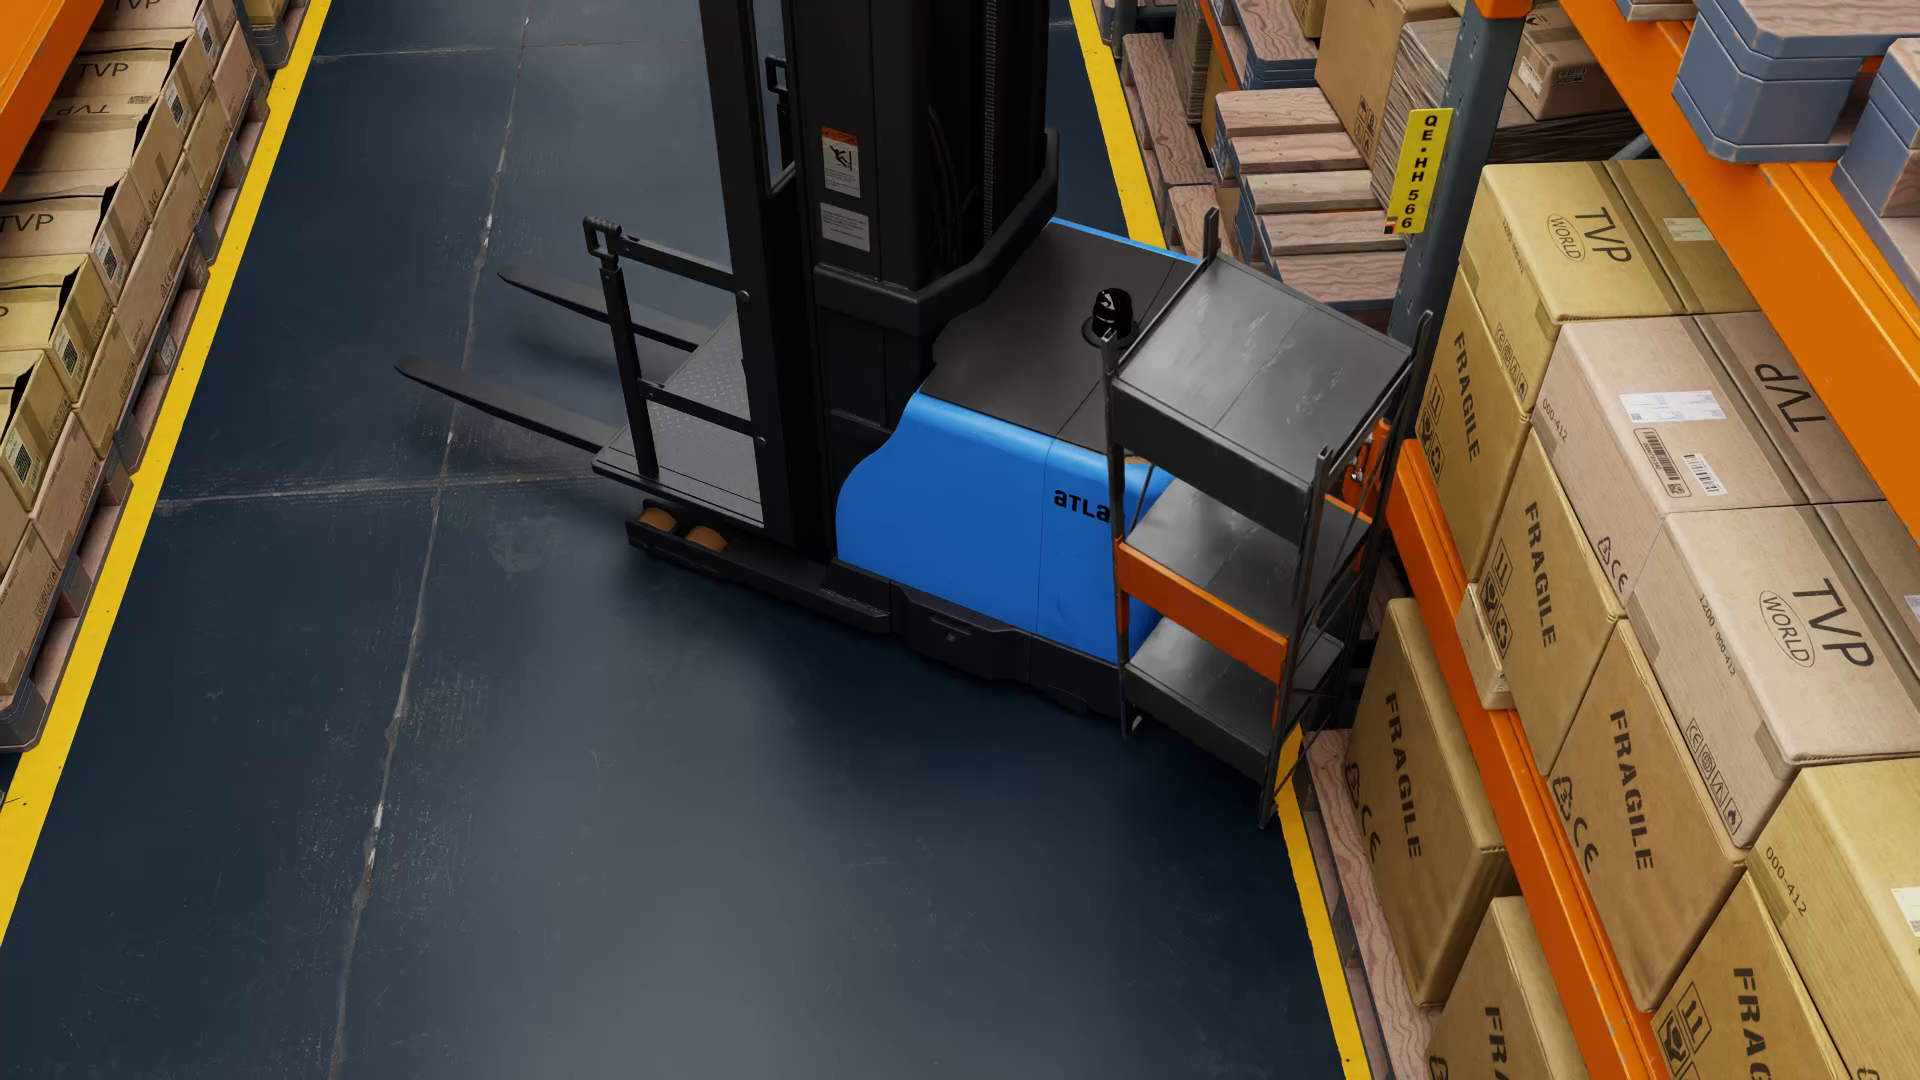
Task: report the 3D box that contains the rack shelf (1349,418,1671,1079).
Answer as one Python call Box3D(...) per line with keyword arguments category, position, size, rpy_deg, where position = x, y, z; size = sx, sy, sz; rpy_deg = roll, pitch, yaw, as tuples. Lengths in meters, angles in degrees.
Box3D(category="rack shelf", position=(1.733, 1.205, 3.038), size=(1.077, 0.370, 4.000), rpy_deg=(-3, 47, -3))

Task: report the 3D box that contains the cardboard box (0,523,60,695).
Box3D(category="cardboard box", position=(-3.122, 0.219, 5.081), size=(0.500, 0.250, 0.500), rpy_deg=(-4, 47, -3))

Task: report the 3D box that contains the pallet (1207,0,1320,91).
Box3D(category="pallet", position=(1.359, -1.853, 5.571), size=(1.003, 0.211, 1.213), rpy_deg=(-3, 47, -3))

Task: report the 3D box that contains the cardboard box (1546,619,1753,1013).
Box3D(category="cardboard box", position=(1.426, 0.473, 2.949), size=(0.500, 0.500, 0.500), rpy_deg=(-4, 47, -3))

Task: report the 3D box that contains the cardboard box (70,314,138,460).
Box3D(category="cardboard box", position=(-3.215, -0.520, 5.782), size=(0.500, 0.250, 0.500), rpy_deg=(-5, 47, -4))

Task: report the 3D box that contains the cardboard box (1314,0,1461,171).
Box3D(category="cardboard box", position=(1.442, -1.417, 4.654), size=(0.700, 0.500, 0.500), rpy_deg=(-7, 47, -7))

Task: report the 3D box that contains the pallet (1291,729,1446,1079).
Box3D(category="pallet", position=(1.556, 1.045, 4.615), size=(1.003, 0.211, 1.213), rpy_deg=(-3, 47, -3))

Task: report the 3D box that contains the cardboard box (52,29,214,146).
Box3D(category="cardboard box", position=(-3.336, -1.820, 6.626), size=(0.500, 0.311, 0.500), rpy_deg=(-2, 47, -2))

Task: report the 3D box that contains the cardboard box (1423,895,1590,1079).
Box3D(category="cardboard box", position=(1.563, 1.280, 3.663), size=(0.750, 0.750, 0.750), rpy_deg=(-4, 47, -3))

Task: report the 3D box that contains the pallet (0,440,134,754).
Box3D(category="pallet", position=(-3.401, 0.175, 5.438), size=(1.003, 0.211, 1.213), rpy_deg=(-3, 47, -3))

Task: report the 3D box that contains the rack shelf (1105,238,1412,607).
Box3D(category="rack shelf", position=(0.634, -0.243, 3.555), size=(0.480, 0.518, 0.431), rpy_deg=(32, 69, 21))

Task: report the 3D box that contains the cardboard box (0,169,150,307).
Box3D(category="cardboard box", position=(-3.258, -1.095, 5.939), size=(0.500, 0.311, 0.500), rpy_deg=(-4, 47, -4))

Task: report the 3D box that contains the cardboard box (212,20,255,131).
Box3D(category="cardboard box", position=(-3.382, -1.996, 7.179), size=(0.500, 0.250, 0.500), rpy_deg=(-4, 47, -4))

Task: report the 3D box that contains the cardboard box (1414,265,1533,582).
Box3D(category="cardboard box", position=(1.351, -0.266, 3.648), size=(0.500, 0.500, 0.500), rpy_deg=(-2, 47, -2))

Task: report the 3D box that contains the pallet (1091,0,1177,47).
Box3D(category="pallet", position=(1.139, -2.908, 8.359), size=(1.003, 0.211, 1.213), rpy_deg=(-3, 47, -3))

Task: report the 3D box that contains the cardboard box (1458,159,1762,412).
Box3D(category="cardboard box", position=(1.349, -0.526, 3.378), size=(0.500, 0.250, 0.500), rpy_deg=(-2, 47, -2))

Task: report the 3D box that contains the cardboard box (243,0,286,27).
Box3D(category="cardboard box", position=(-3.442, -2.632, 7.782), size=(0.500, 0.250, 0.500), rpy_deg=(-3, 47, -3))

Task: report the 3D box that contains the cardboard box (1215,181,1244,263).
Box3D(category="cardboard box", position=(1.404, -1.401, 6.430), size=(0.700, 0.500, 0.500), rpy_deg=(-3, 47, -3))

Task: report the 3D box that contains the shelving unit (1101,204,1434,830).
Box3D(category="shelving unit", position=(0.706, 0.085, 4.154), size=(0.503, 2.100, 0.431), rpy_deg=(32, 69, 21))

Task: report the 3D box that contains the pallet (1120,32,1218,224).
Box3D(category="pallet", position=(1.297, -1.861, 7.367), size=(1.003, 0.211, 1.213), rpy_deg=(-3, 47, -3))

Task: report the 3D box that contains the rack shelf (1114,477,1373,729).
Box3D(category="rack shelf", position=(0.707, 0.091, 4.166), size=(0.480, 0.518, 0.431), rpy_deg=(32, 69, 21))

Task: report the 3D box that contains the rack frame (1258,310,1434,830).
Box3D(category="rack frame", position=(0.899, 0.205, 4.065), size=(0.015, 2.100, 0.400), rpy_deg=(32, 69, 21))

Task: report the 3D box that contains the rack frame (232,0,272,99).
Box3D(category="rack frame", position=(-3.706, -3.079, 6.601), size=(1.000, 3.000, 0.127), rpy_deg=(-3, 47, -3))

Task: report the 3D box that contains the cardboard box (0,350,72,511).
Box3D(category="cardboard box", position=(-3.174, -0.353, 5.237), size=(0.500, 0.311, 0.500), rpy_deg=(-5, 47, -4))

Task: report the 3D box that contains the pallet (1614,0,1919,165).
Box3D(category="pallet", position=(1.672, -0.993, 2.689), size=(1.213, 0.211, 1.003), rpy_deg=(-2, 47, -1))

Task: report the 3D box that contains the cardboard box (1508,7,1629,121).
Box3D(category="cardboard box", position=(1.506, -1.146, 3.950), size=(0.380, 0.149, 0.250), rpy_deg=(-9, 47, -8))

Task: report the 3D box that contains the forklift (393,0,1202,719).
Box3D(category="forklift", position=(-0.561, -1.213, 4.880), size=(3.031, 2.935, 1.130), rpy_deg=(20, 50, 18))

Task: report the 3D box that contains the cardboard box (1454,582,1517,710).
Box3D(category="cardboard box", position=(1.312, 0.223, 3.632), size=(0.380, 0.149, 0.250), rpy_deg=(-2, 47, -2))

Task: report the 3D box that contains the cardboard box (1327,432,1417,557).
Box3D(category="cardboard box", position=(1.453, -0.299, 5.386), size=(0.700, 0.500, 0.500), rpy_deg=(-3, 47, -3))

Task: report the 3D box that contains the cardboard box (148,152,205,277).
Box3D(category="cardboard box", position=(-3.298, -1.260, 6.482), size=(0.500, 0.250, 0.500), rpy_deg=(-3, 47, -2))

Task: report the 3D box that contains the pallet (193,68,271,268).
Box3D(category="pallet", position=(-3.605, -1.590, 7.110), size=(1.003, 0.211, 1.213), rpy_deg=(-3, 47, -3))

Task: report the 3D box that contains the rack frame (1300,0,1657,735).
Box3D(category="rack frame", position=(1.565, -0.489, 4.147), size=(1.000, 3.000, 0.127), rpy_deg=(-3, 47, -3))

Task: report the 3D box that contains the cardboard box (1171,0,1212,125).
Box3D(category="cardboard box", position=(1.308, -2.143, 7.133), size=(0.700, 0.500, 0.500), rpy_deg=(-2, 47, -2))
